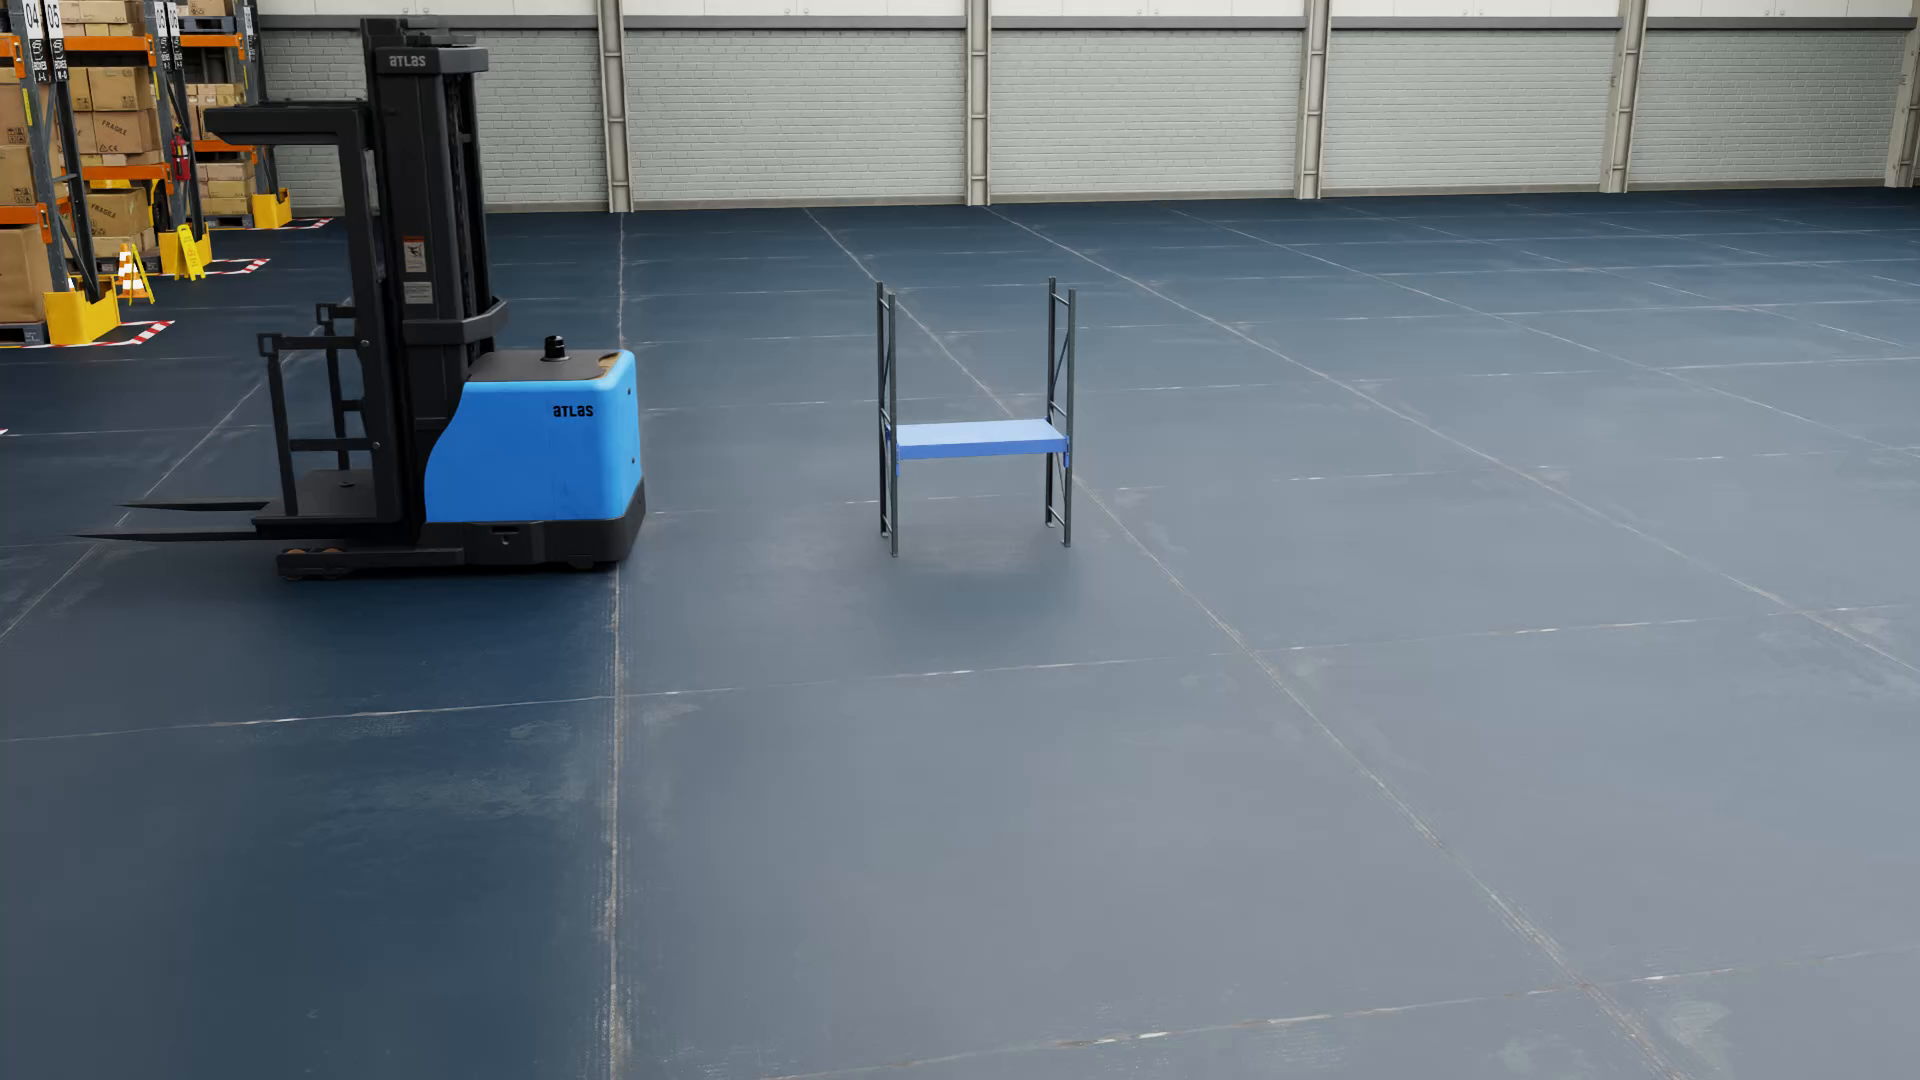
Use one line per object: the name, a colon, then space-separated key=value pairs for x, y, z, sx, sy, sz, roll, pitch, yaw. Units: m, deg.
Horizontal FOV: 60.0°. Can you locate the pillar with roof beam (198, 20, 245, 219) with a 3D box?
pillar with roof beam: x=-10.669 y=-8.164 z=21.064 sx=0.400 sy=9.000 sz=9.100 roll=-3 pitch=17 yaw=-10

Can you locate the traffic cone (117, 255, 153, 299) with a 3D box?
traffic cone: x=-9.319 y=-2.976 z=18.711 sx=0.334 sy=0.463 sz=0.336 roll=-3 pitch=17 yaw=-10

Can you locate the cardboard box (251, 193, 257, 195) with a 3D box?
cardboard box: x=-11.151 y=-5.231 z=25.702 sx=0.500 sy=0.250 sz=0.500 roll=-3 pitch=17 yaw=-10

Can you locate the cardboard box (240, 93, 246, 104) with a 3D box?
cardboard box: x=-11.014 y=-6.730 z=25.338 sx=0.250 sy=0.149 sz=0.380 roll=-4 pitch=17 yaw=-12

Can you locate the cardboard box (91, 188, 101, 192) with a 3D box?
cardboard box: x=-11.066 y=-4.133 z=20.849 sx=0.500 sy=0.500 sz=0.500 roll=-4 pitch=18 yaw=-13

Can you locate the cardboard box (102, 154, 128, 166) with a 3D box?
cardboard box: x=-10.240 y=-4.636 z=20.226 sx=0.250 sy=0.149 sz=0.380 roll=-3 pitch=17 yaw=-11

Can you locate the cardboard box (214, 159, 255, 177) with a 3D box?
cardboard box: x=-11.139 y=-5.708 z=25.552 sx=0.500 sy=0.250 sz=0.500 roll=-4 pitch=17 yaw=-11

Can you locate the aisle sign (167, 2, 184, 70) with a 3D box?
aisle sign: x=-9.684 y=-6.221 z=20.528 sx=0.004 sy=0.787 sz=0.394 roll=-3 pitch=17 yaw=-10

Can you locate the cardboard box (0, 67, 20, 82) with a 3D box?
cardboard box: x=-11.126 y=-5.378 z=19.831 sx=0.500 sy=0.500 sz=0.700 roll=-3 pitch=17 yaw=-11

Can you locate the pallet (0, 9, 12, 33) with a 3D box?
pallet: x=-9.374 y=-4.811 z=15.408 sx=1.213 sy=0.211 sz=1.003 roll=-3 pitch=17 yaw=-10

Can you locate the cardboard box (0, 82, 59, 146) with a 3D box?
cardboard box: x=-9.019 y=-4.042 z=15.769 sx=0.550 sy=0.550 sz=0.875 roll=-3 pitch=17 yaw=-10

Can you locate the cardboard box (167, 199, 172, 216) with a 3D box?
cardboard box: x=-12.016 y=-5.035 z=25.063 sx=0.500 sy=0.250 sz=0.500 roll=-3 pitch=17 yaw=-10

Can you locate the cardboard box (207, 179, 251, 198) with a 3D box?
cardboard box: x=-11.050 y=-5.324 z=25.153 sx=0.500 sy=0.250 sz=0.500 roll=-3 pitch=17 yaw=-11

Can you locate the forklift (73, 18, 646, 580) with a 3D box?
forklift: x=-3.391 y=-1.342 z=9.188 sx=3.031 sy=2.935 sz=1.130 roll=-1 pitch=17 yaw=-3

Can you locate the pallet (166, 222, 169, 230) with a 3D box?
pallet: x=-12.570 y=-4.861 z=25.279 sx=1.213 sy=0.211 sz=1.003 roll=-3 pitch=17 yaw=-10

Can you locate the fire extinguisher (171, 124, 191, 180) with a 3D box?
fire extinguisher: x=-9.486 y=-4.722 z=20.207 sx=0.183 sy=0.674 sz=0.296 roll=-3 pitch=17 yaw=-10

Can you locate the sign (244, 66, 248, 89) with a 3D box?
sign: x=-10.542 y=-6.825 z=24.549 sx=0.005 sy=0.325 sz=0.100 roll=-3 pitch=17 yaw=-10

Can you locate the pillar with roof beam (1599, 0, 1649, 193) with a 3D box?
pillar with roof beam: x=12.895 y=-9.500 z=25.416 sx=0.400 sy=9.000 sz=9.100 roll=-3 pitch=17 yaw=-10

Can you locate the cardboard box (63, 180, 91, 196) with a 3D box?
cardboard box: x=-10.771 y=-4.280 z=20.225 sx=0.250 sy=0.149 sz=0.380 roll=-3 pitch=17 yaw=-9

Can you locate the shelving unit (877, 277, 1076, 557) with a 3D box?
shelving unit: x=0.084 y=-0.722 z=9.607 sx=1.048 sy=1.500 sz=0.538 roll=-3 pitch=17 yaw=-10

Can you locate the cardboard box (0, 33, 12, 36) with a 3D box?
cardboard box: x=-11.246 y=-6.035 z=19.671 sx=0.250 sy=0.149 sz=0.380 roll=-4 pitch=17 yaw=-12

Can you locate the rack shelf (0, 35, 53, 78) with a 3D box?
rack shelf: x=-10.611 y=-4.442 z=15.283 sx=4.000 sy=0.370 sz=1.077 roll=-3 pitch=17 yaw=-10

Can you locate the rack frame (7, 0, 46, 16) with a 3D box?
rack frame: x=-8.648 y=-6.332 z=15.099 sx=0.127 sy=3.000 sz=1.000 roll=-3 pitch=17 yaw=-10

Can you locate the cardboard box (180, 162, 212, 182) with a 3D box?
cardboard box: x=-11.525 y=-5.534 z=24.987 sx=0.500 sy=0.250 sz=0.500 roll=-3 pitch=17 yaw=-9

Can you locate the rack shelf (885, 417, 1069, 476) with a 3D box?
rack shelf: x=0.084 y=-0.550 z=9.660 sx=1.000 sy=0.185 sz=0.538 roll=-3 pitch=17 yaw=-10

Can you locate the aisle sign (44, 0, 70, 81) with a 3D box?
aisle sign: x=-8.635 y=-4.797 z=15.893 sx=0.004 sy=0.787 sz=0.394 roll=-3 pitch=17 yaw=-10

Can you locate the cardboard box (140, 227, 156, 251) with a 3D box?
cardboard box: x=-10.530 y=-3.806 z=21.063 sx=0.500 sy=0.250 sz=0.500 roll=-3 pitch=17 yaw=-11

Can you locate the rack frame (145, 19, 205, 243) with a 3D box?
rack frame: x=-9.686 y=-4.885 z=20.608 sx=0.127 sy=3.000 sz=1.000 roll=-3 pitch=17 yaw=-10

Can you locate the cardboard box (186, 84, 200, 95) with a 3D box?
cardboard box: x=-11.431 y=-6.690 z=24.703 sx=0.250 sy=0.149 sz=0.380 roll=-3 pitch=17 yaw=-9

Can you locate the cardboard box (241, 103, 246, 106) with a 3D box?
cardboard box: x=-11.170 y=-6.416 z=25.422 sx=0.500 sy=0.500 sz=0.500 roll=-3 pitch=17 yaw=-9

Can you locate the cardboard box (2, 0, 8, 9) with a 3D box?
cardboard box: x=-9.045 y=-5.099 z=15.739 sx=0.250 sy=0.149 sz=0.380 roll=-3 pitch=17 yaw=-10

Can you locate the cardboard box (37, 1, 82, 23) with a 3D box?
cardboard box: x=-10.634 y=-6.260 z=19.723 sx=0.500 sy=0.250 sz=0.500 roll=-3 pitch=17 yaw=-11

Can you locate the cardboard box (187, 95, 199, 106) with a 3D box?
cardboard box: x=-11.430 y=-6.554 z=24.766 sx=0.250 sy=0.149 sz=0.380 roll=-3 pitch=17 yaw=-9

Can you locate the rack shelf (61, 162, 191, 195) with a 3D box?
rack shelf: x=-11.650 y=-4.430 z=20.351 sx=4.000 sy=0.370 sz=1.077 roll=-3 pitch=17 yaw=-10

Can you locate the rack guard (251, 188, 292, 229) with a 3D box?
rack guard: x=-10.608 y=-5.122 z=25.637 sx=0.348 sy=0.500 sz=1.175 roll=-3 pitch=17 yaw=-10

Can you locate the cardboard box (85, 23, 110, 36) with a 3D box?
cardboard box: x=-10.221 y=-6.075 z=19.801 sx=0.250 sy=0.149 sz=0.380 roll=-3 pitch=17 yaw=-10

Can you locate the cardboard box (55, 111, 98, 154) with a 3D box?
cardboard box: x=-10.659 y=-4.939 z=20.106 sx=0.500 sy=0.500 sz=0.500 roll=-3 pitch=17 yaw=-10

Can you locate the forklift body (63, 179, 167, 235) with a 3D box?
forklift body: x=-12.147 y=-5.279 z=23.334 sx=1.214 sy=2.155 sz=2.313 roll=-3 pitch=17 yaw=-10
